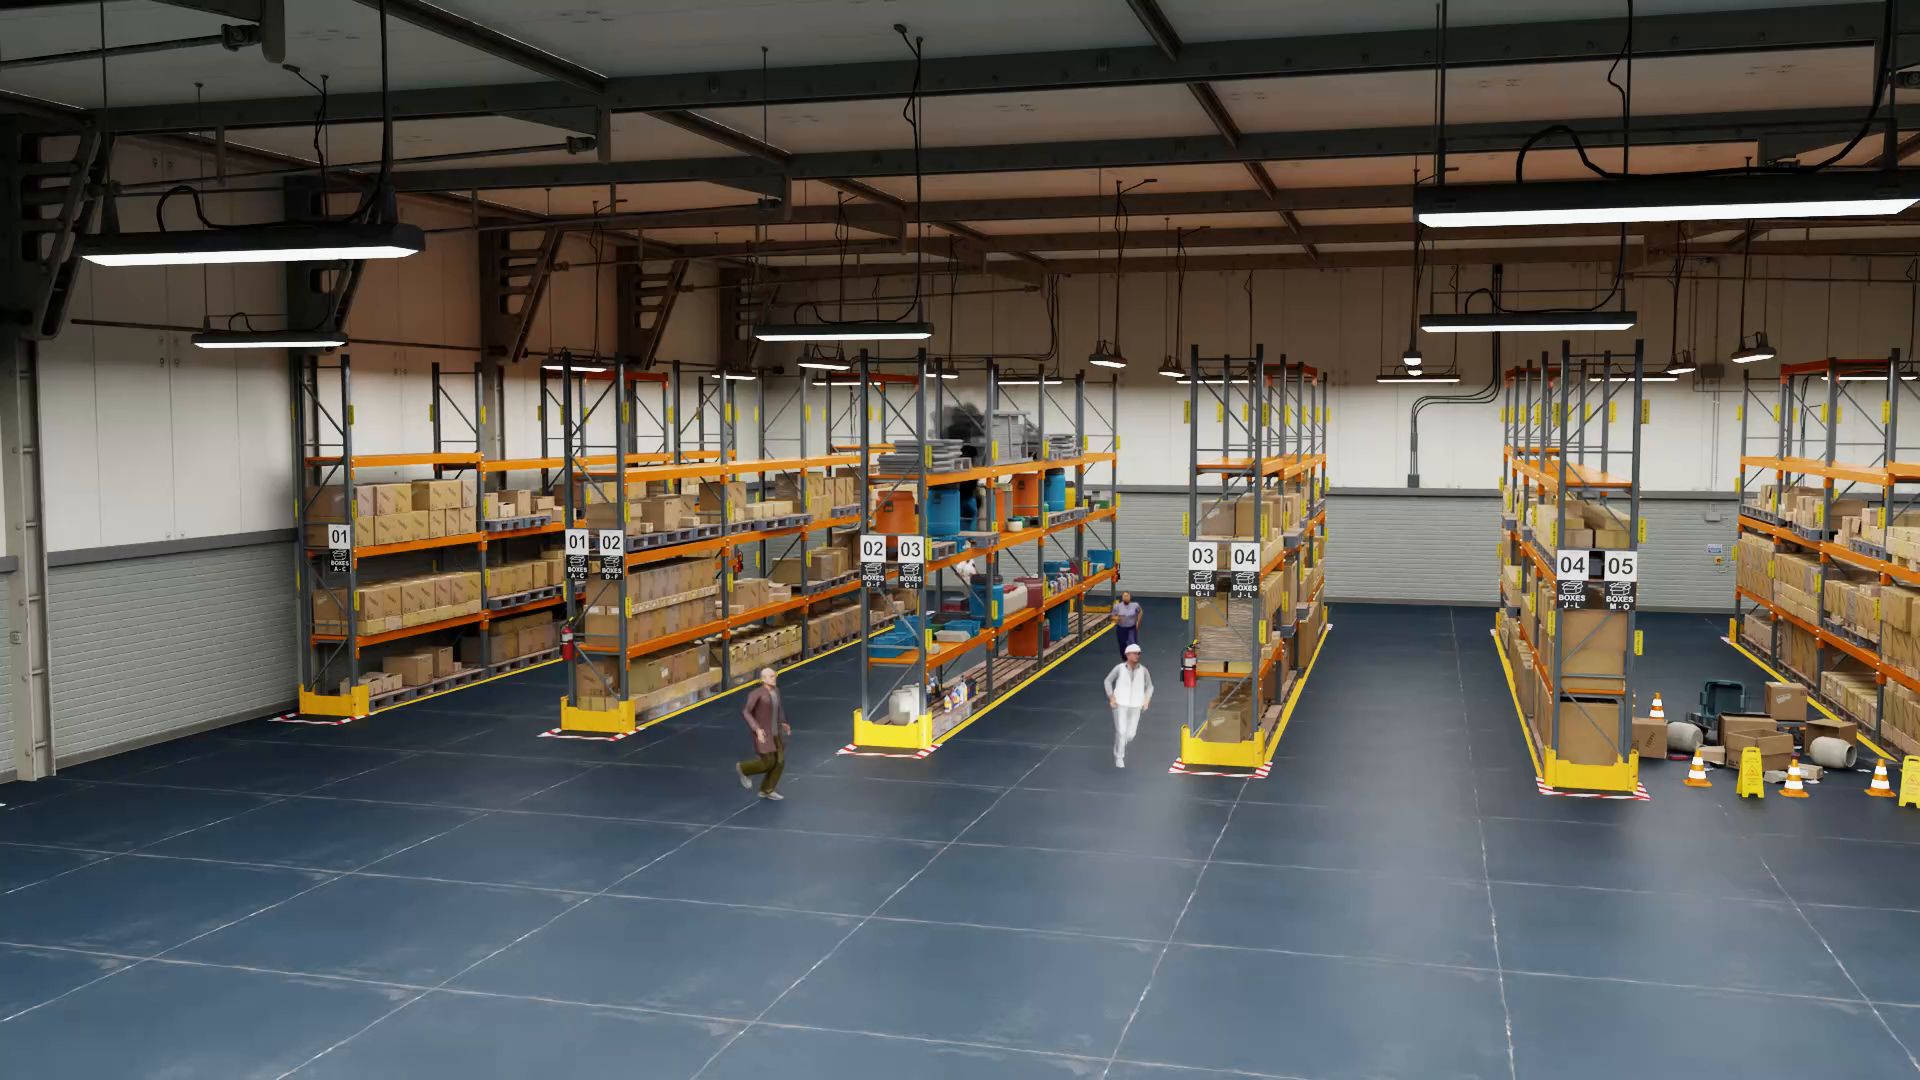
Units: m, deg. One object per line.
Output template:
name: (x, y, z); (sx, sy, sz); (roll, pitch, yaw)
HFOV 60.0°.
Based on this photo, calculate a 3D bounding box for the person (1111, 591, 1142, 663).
person: (3.203, 1.800, 32.023); (0.586, 1.667, 0.753); (1, 4, 10)

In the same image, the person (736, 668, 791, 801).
person: (-2.584, 2.520, 21.720); (0.667, 1.730, 0.697); (3, 5, 35)

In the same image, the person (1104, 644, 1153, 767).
person: (2.426, 2.358, 23.921); (0.709, 1.734, 0.593); (0, 4, -6)

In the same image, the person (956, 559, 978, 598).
person: (0.171, 1.112, 41.237); (0.628, 1.673, 0.865); (-2, 5, -20)
